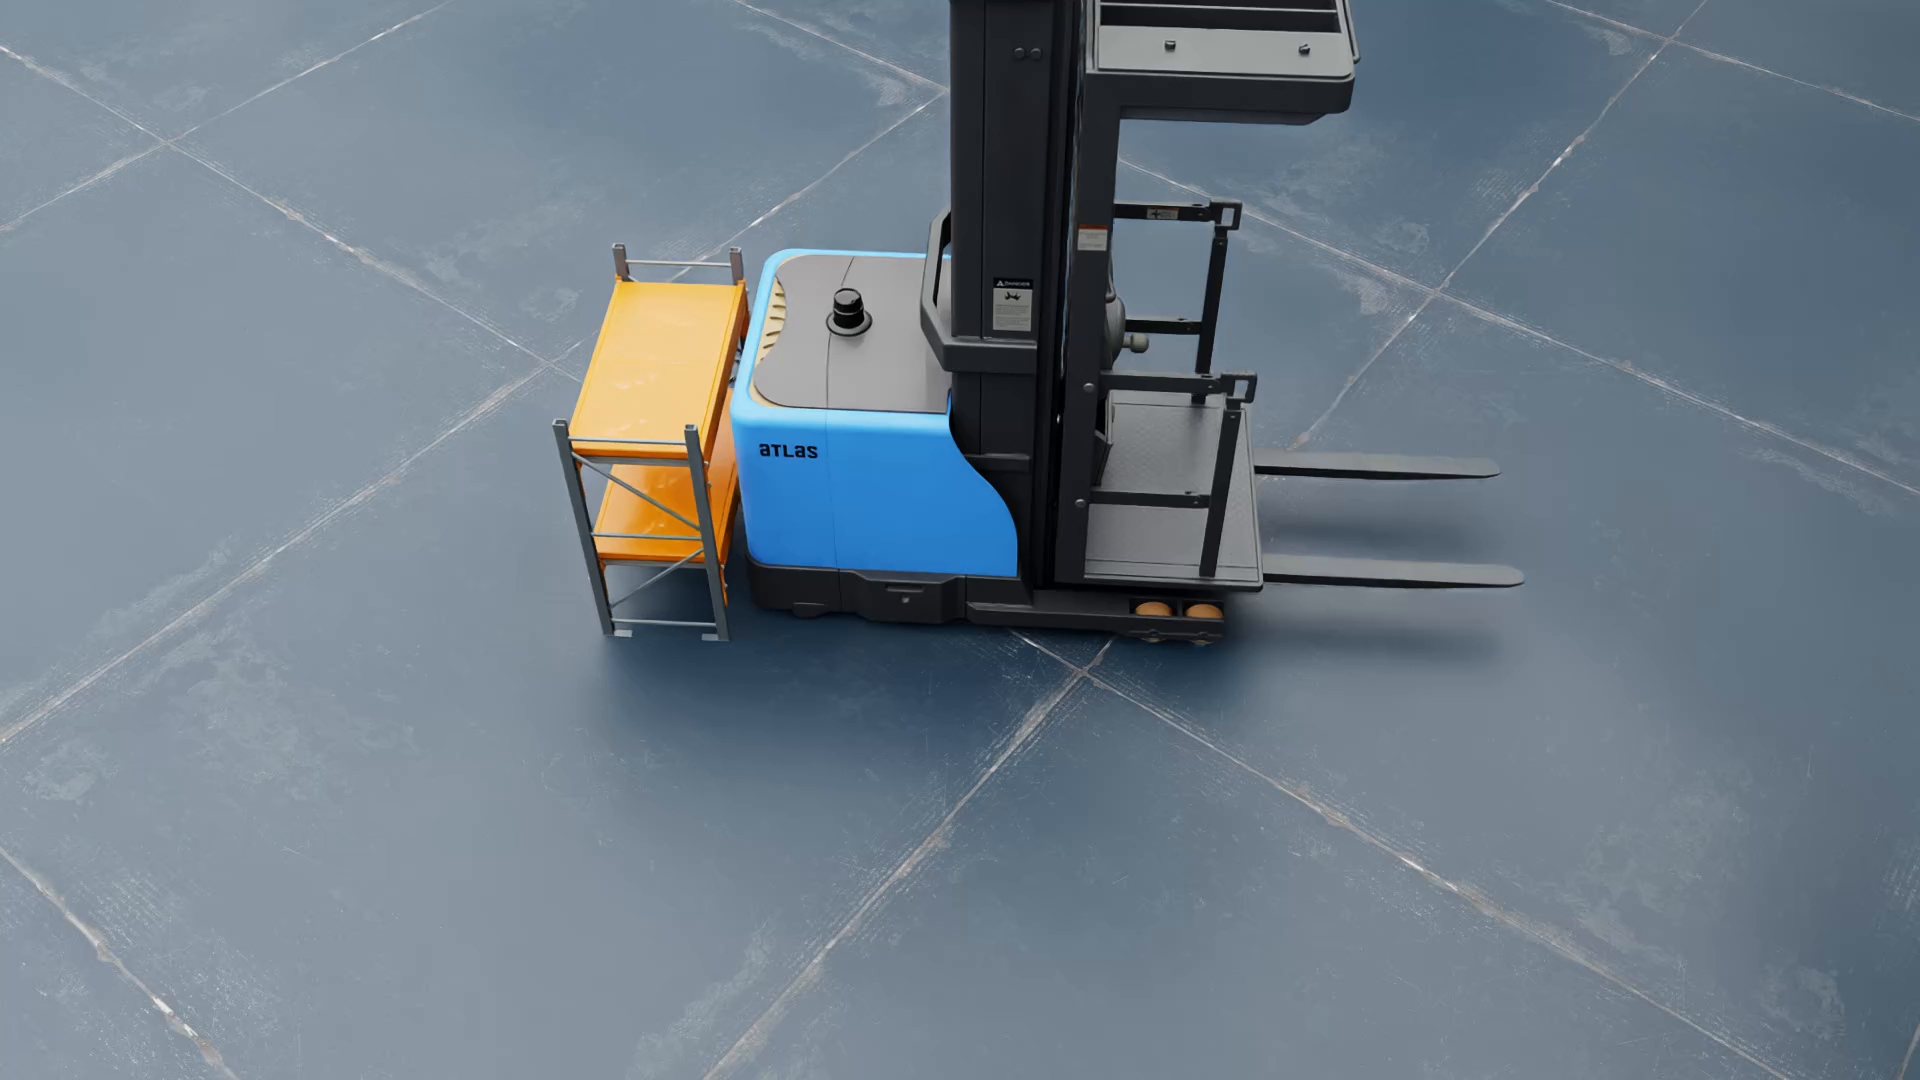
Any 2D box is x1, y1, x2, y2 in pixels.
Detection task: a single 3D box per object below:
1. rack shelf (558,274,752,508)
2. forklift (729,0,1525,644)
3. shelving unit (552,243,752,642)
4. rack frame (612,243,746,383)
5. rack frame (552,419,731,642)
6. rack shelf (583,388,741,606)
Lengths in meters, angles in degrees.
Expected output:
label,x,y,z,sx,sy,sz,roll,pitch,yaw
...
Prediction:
label,x,y,z,sx,sy,sz,roll,pitch,yaw
rack shelf,-1.127,-0.580,6.285,0.538,0.278,1.000,2,46,2
forklift,0.702,-1.004,5.847,3.031,2.935,1.130,3,46,3
shelving unit,-1.126,-0.378,6.496,0.538,1.125,1.048,2,46,2
rack frame,-1.096,-0.744,6.847,0.500,1.125,0.032,2,46,2
rack frame,-1.156,-0.011,6.146,0.500,1.125,0.032,2,46,2
rack shelf,-1.125,-0.209,6.673,0.538,0.278,1.000,2,46,2
